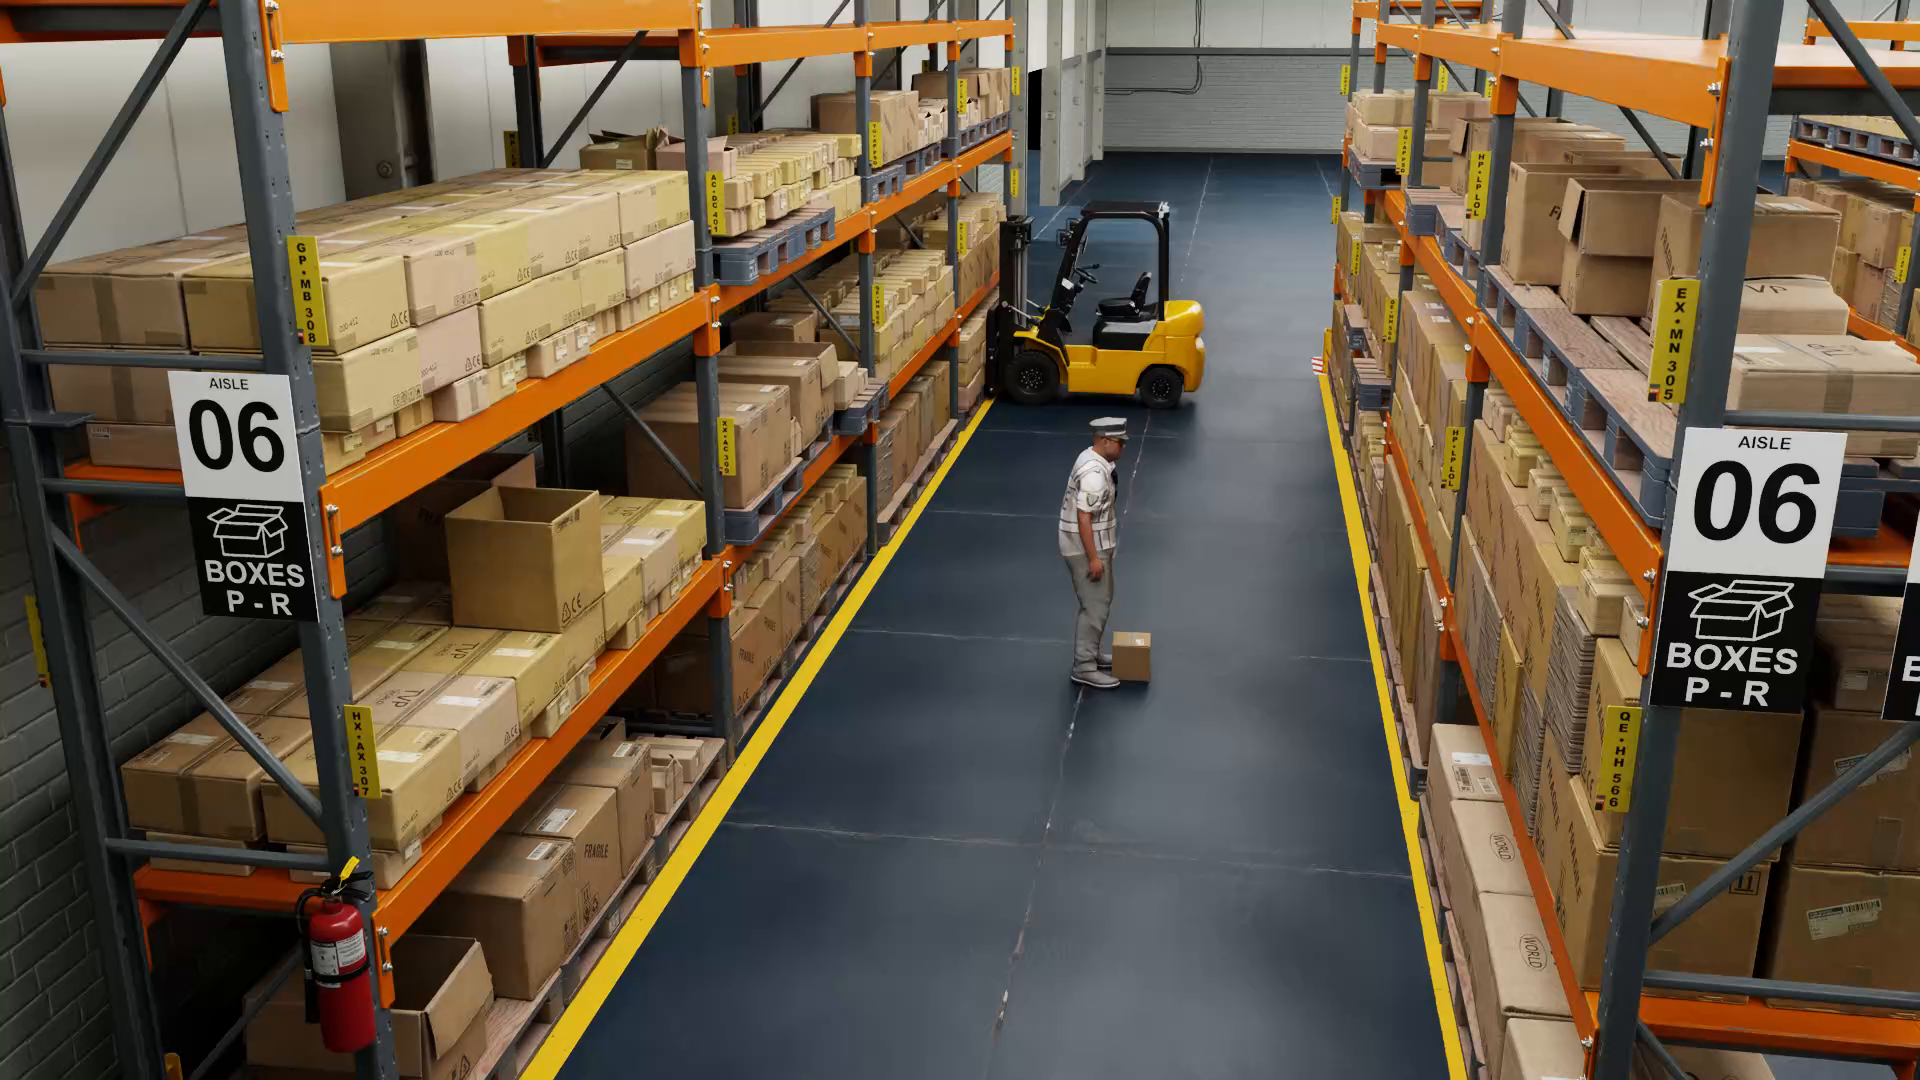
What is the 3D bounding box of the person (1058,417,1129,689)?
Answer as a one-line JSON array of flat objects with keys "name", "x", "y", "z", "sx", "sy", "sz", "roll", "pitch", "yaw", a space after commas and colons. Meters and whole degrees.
[{"name": "person", "x": 0.865, "y": 0.054, "z": 10.873, "sx": 0.438, "sy": 1.747, "sz": 0.584, "roll": 3, "pitch": 18, "yaw": 8}]
